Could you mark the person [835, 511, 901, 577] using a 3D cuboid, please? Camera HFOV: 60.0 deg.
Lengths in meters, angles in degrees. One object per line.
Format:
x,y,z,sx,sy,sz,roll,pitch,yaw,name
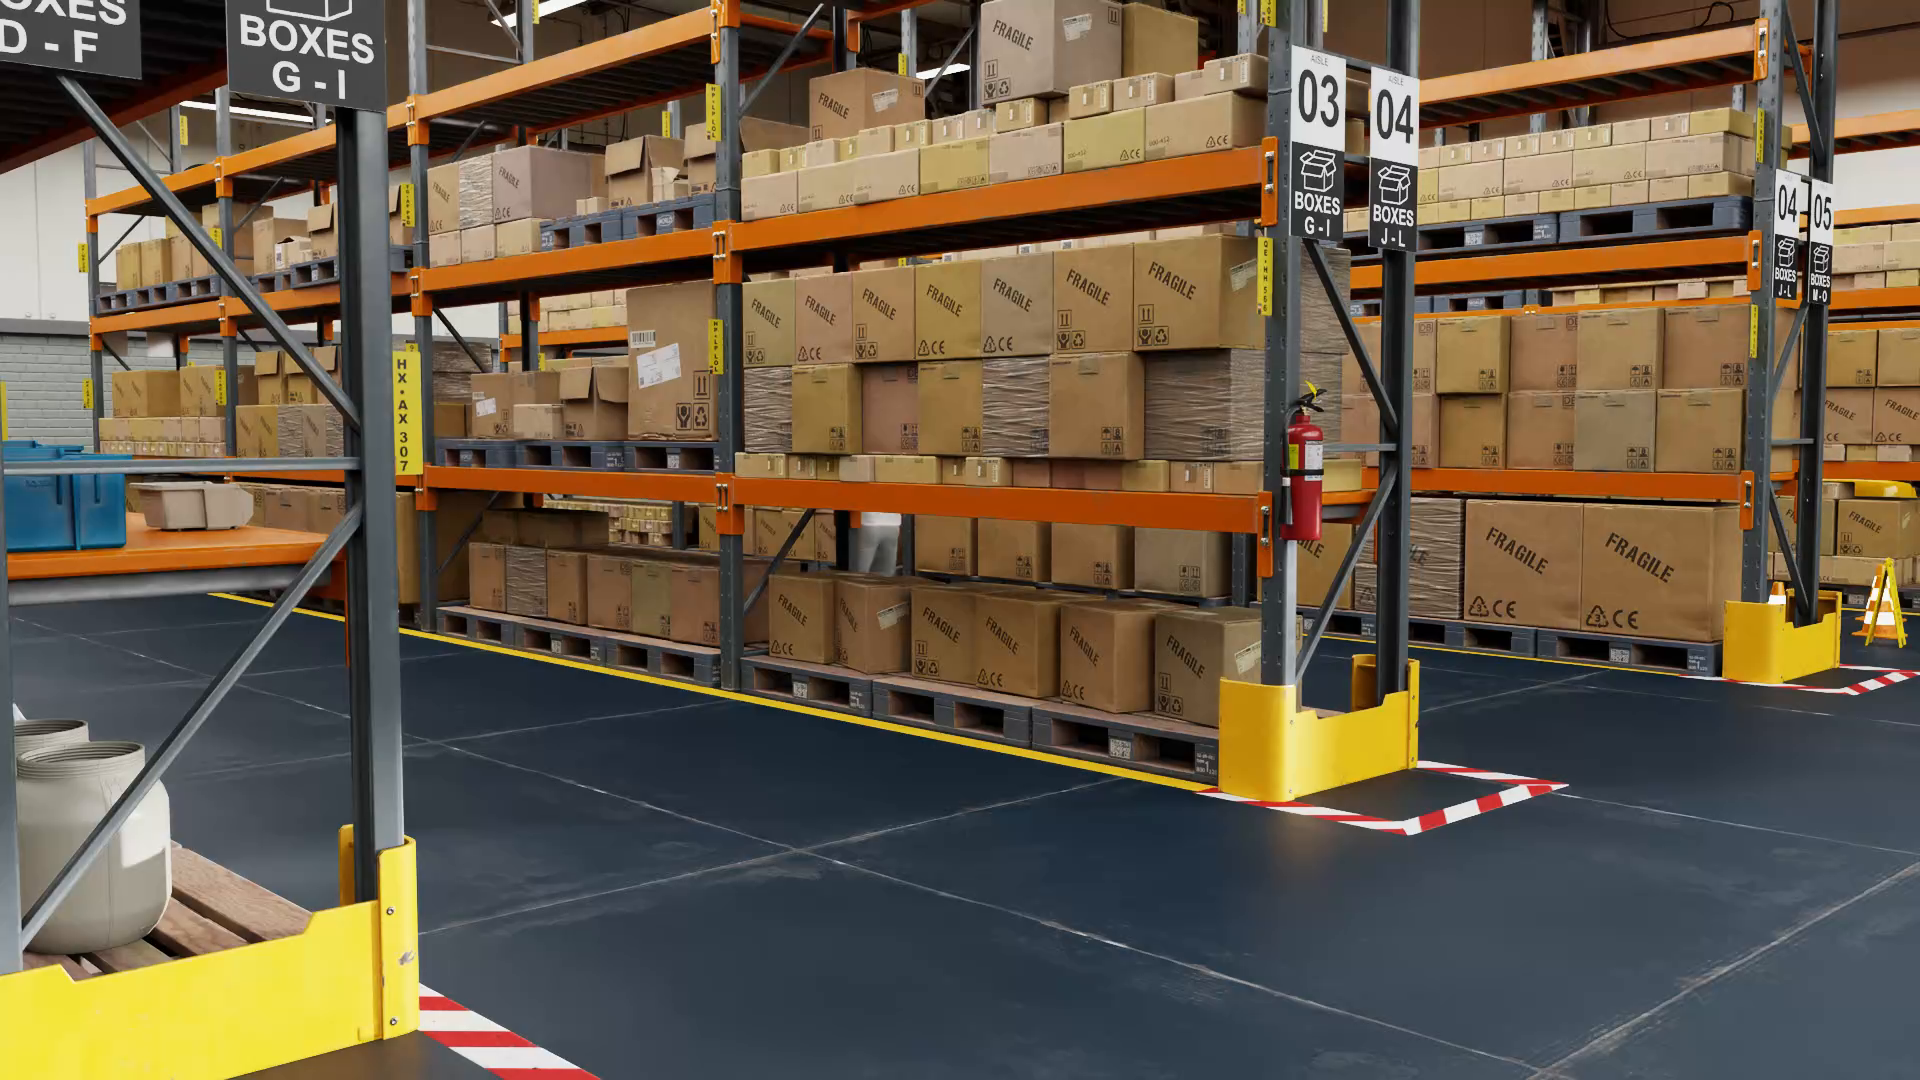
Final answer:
-0.667,-0.077,11.976,0.530,1.739,0.374,-4,5,-43,person
